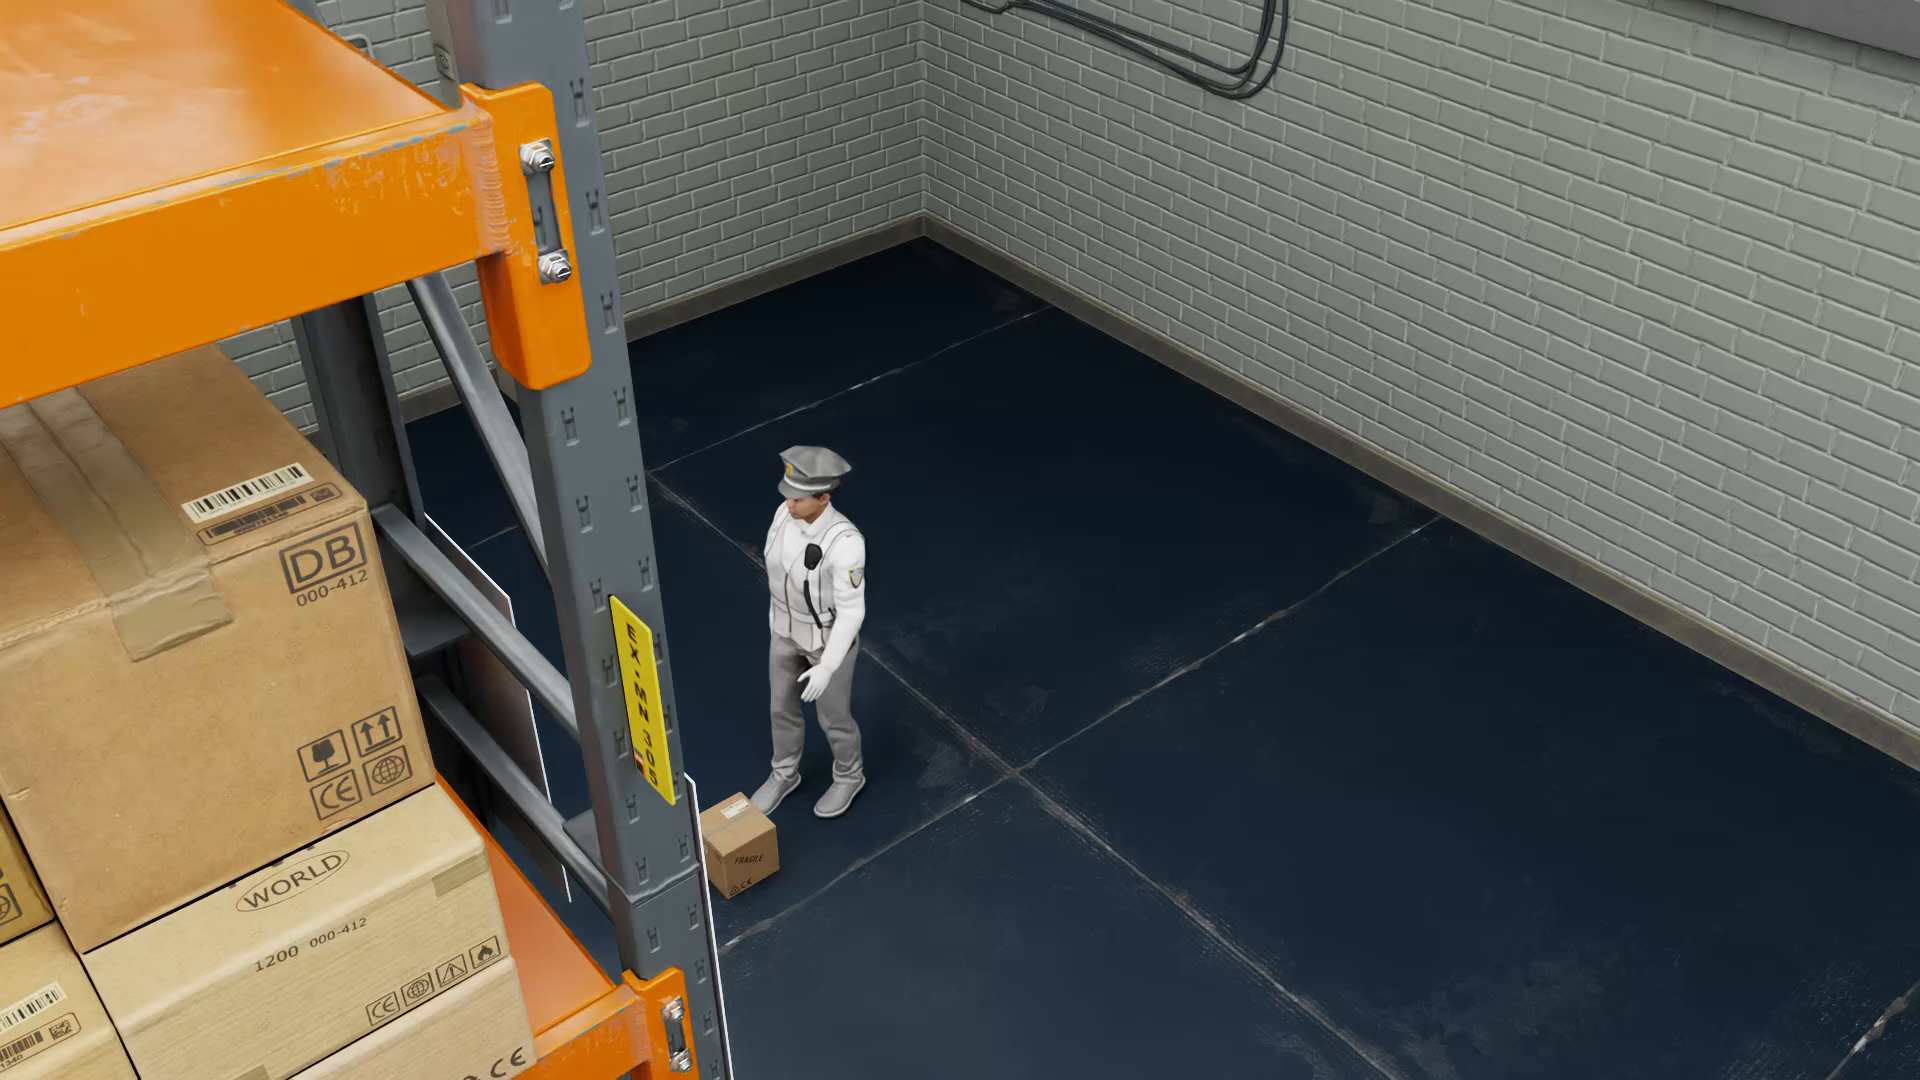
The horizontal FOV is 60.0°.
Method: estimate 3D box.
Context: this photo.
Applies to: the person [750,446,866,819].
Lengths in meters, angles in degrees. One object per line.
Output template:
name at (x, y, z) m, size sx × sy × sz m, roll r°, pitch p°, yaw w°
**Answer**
person at (-0.616, 0.414, 6.494) m, size 0.538 × 1.702 × 0.493 m, roll 27°, pitch 44°, yaw 32°
